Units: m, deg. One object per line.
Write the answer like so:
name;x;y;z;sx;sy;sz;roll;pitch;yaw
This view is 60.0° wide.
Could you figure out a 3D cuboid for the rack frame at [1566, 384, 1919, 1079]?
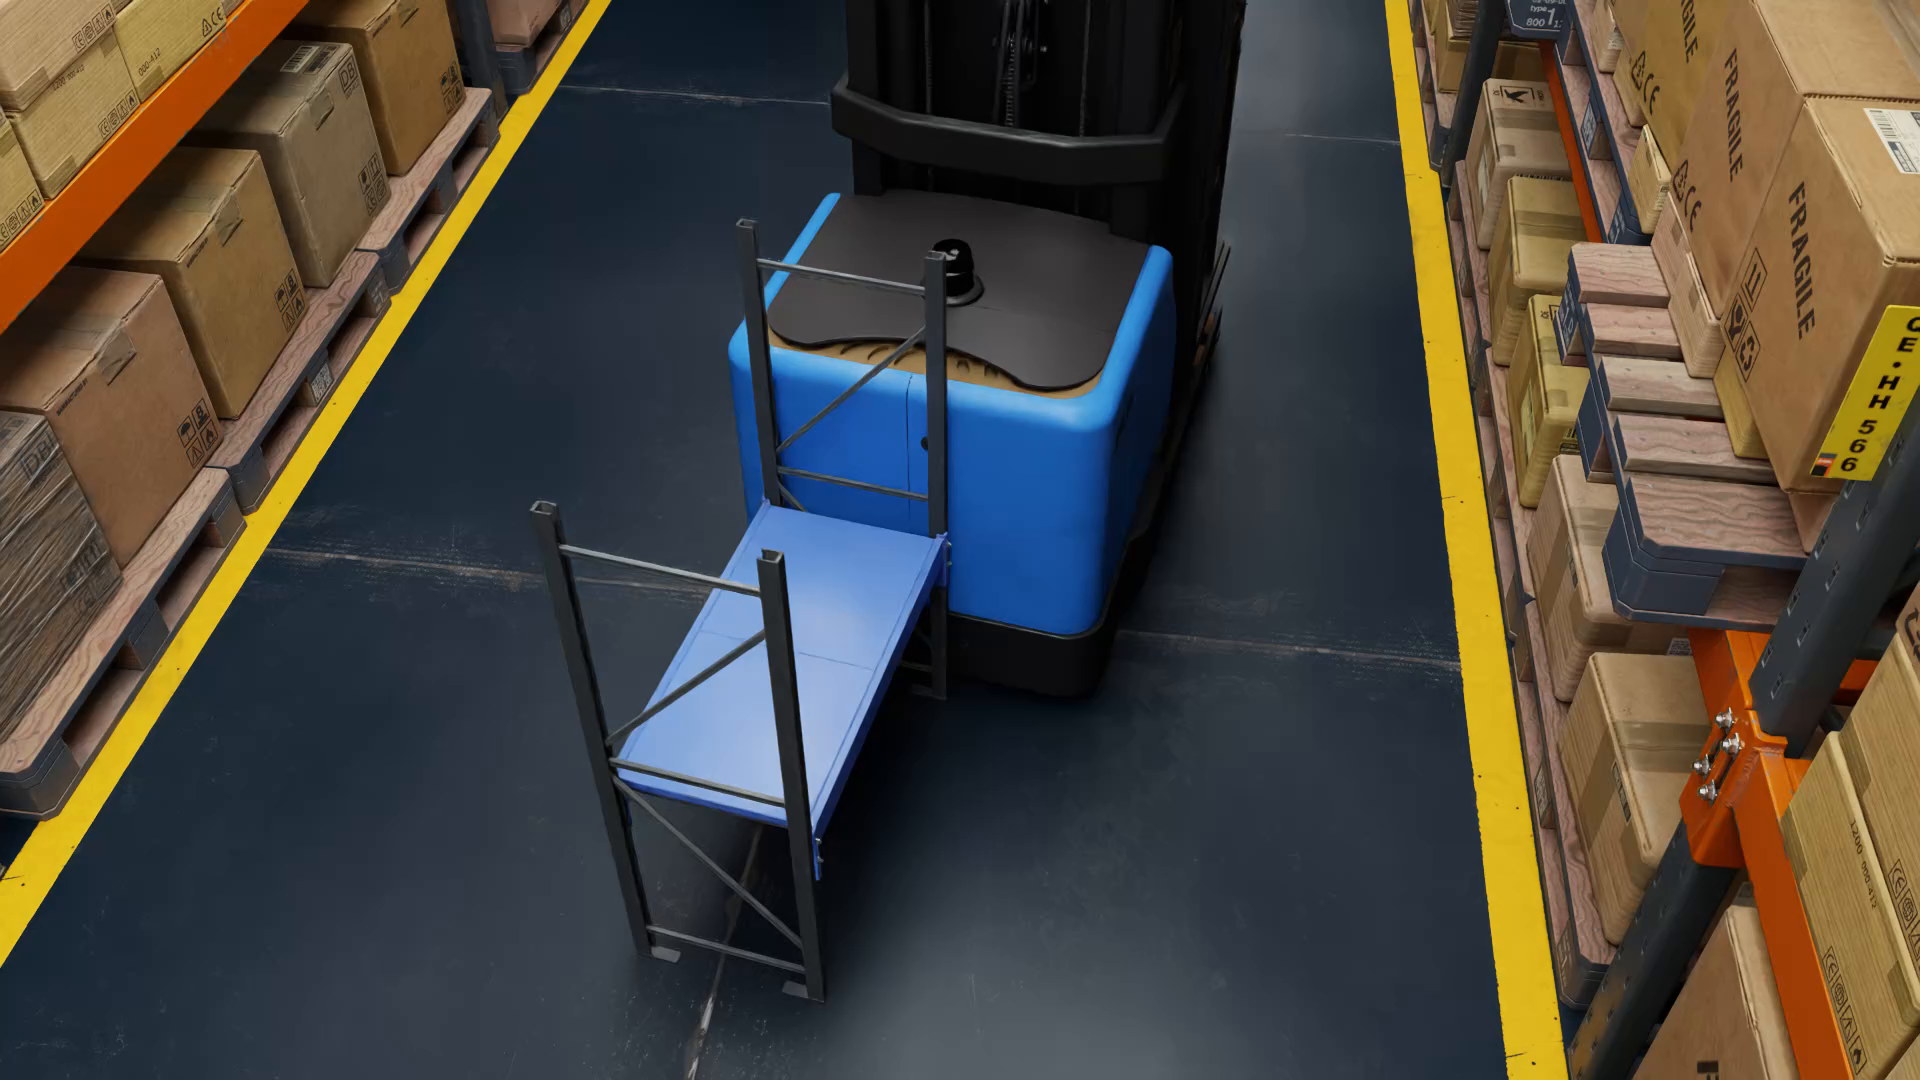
rack frame;1.931;0.218;2.838;1.000;3.000;0.127;5;44;6

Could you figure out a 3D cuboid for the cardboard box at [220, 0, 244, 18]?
cardboard box;-2.425;-1.856;5.137;0.500;0.250;0.500;5;44;6

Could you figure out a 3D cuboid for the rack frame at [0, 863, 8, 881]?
rack frame;-2.989;-0.230;3.312;1.000;3.000;0.127;5;44;6

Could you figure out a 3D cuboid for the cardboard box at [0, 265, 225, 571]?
cardboard box;-2.815;-0.390;4.902;0.875;0.625;0.625;7;44;7

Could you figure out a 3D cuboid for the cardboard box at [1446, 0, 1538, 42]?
cardboard box;2.272;-2.362;6.712;0.500;0.500;0.500;5;44;5

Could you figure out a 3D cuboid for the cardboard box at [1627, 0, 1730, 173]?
cardboard box;1.839;-1.111;3.647;0.500;0.500;0.500;3;43;3

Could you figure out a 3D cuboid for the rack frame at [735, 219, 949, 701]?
rack frame;-0.275;-0.142;4.309;0.500;1.500;0.032;12;45;12

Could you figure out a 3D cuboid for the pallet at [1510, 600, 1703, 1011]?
pallet;2.036;0.698;4.359;1.003;0.211;1.213;5;44;6

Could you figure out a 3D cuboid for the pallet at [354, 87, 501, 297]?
pallet;-2.519;-1.438;6.615;1.003;0.211;1.213;5;44;6

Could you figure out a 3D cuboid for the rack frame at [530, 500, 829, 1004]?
rack frame;-0.566;0.528;3.602;0.500;1.500;0.032;12;45;12

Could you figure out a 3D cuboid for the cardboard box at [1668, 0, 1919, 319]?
cardboard box;1.773;-0.767;3.284;0.500;0.500;0.500;5;44;5

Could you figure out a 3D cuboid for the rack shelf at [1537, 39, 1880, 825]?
rack shelf;2.196;-0.883;4.525;1.077;0.370;4.000;5;44;6

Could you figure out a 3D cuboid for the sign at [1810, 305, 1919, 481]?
sign;1.392;-0.216;2.512;0.100;0.325;0.005;5;44;6

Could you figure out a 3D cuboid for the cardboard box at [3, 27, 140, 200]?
cardboard box;-2.556;-1.150;4.392;0.500;0.250;0.500;4;44;4

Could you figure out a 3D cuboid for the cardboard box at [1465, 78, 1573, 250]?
cardboard box;2.393;-1.348;6.098;0.950;0.372;0.625;6;44;6

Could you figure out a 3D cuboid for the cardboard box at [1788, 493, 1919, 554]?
cardboard box;1.741;-0.088;3.038;0.380;0.149;0.250;7;44;7

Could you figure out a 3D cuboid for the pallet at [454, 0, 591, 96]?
pallet;-2.314;-2.482;7.718;1.003;0.211;1.213;5;44;6

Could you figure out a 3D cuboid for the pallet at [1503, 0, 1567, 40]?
pallet;2.215;-1.930;5.247;1.003;0.211;1.213;5;44;6

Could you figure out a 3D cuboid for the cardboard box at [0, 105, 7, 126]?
cardboard box;-2.621;-0.979;3.847;0.500;0.250;0.500;7;44;7

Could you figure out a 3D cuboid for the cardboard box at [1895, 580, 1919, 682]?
cardboard box;1.624;0.133;2.128;0.500;0.500;0.500;4;44;4

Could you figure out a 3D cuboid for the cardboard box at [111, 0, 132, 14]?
cardboard box;-2.491;-1.684;4.593;0.500;0.250;0.500;6;44;6

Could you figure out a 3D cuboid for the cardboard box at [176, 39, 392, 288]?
cardboard box;-2.628;-1.362;5.928;0.875;0.625;0.625;5;44;5

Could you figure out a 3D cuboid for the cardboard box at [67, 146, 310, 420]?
cardboard box;-2.726;-0.849;5.387;0.875;0.625;0.625;4;44;4

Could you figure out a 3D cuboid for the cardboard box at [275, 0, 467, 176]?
cardboard box;-2.518;-1.890;6.486;0.875;0.625;0.625;7;44;7

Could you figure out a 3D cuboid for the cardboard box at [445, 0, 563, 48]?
cardboard box;-2.068;-2.410;7.308;0.500;0.250;0.500;6;44;6

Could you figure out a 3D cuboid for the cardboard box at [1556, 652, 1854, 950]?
cardboard box;2.016;0.636;4.003;0.950;0.372;0.625;3;43;3

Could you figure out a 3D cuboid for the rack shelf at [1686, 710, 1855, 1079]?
rack shelf;1.667;1.843;1.646;1.077;0.370;4.000;5;44;6

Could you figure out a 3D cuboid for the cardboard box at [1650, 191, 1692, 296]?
cardboard box;1.735;-0.624;3.604;0.380;0.149;0.250;3;44;4

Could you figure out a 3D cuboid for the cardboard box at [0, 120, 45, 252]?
cardboard box;-2.617;-0.798;4.021;0.500;0.250;0.500;4;44;5

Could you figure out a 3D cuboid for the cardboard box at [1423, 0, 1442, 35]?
cardboard box;2.332;-2.453;7.353;0.500;0.250;0.500;4;44;4

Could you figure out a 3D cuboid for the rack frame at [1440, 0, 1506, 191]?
rack frame;2.460;-2.508;5.717;1.000;3.000;0.127;5;44;6

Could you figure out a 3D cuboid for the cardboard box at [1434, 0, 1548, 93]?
cardboard box;2.272;-2.089;6.969;0.500;0.250;0.500;7;44;7

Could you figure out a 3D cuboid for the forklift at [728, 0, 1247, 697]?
forklift;0.299;-1.652;4.863;1.130;2.935;3.031;12;45;12

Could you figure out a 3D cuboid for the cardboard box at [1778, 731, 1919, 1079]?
cardboard box;1.617;0.583;2.561;0.500;0.250;0.500;5;44;5

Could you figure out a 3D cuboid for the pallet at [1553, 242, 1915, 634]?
pallet;1.920;-0.207;3.427;1.213;0.211;1.003;5;44;6

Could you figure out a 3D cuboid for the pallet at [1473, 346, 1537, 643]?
pallet;2.200;-0.131;5.234;1.003;0.211;1.213;5;44;6

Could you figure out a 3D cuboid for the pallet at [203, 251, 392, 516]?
pallet;-2.678;-0.604;5.735;1.003;0.211;1.213;5;44;6

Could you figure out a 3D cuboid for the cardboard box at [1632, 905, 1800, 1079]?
cardboard box;1.758;1.301;2.935;0.875;0.875;0.875;5;44;5

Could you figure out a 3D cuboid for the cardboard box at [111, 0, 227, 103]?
cardboard box;-2.485;-1.503;4.765;0.500;0.250;0.500;7;44;7

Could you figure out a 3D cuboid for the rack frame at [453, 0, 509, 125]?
rack frame;-2.460;-2.956;6.191;1.000;3.000;0.127;5;44;6

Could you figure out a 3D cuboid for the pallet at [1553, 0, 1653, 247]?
pallet;2.153;-1.065;4.332;1.003;0.211;1.213;5;44;6

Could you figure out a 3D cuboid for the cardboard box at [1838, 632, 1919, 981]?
cardboard box;1.620;0.414;2.376;0.500;0.250;0.500;5;44;5

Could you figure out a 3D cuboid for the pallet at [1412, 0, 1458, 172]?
pallet;2.514;-1.956;7.162;1.003;0.211;1.213;5;44;6

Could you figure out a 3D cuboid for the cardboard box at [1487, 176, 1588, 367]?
cardboard box;2.302;-0.858;5.580;0.950;0.372;0.625;8;44;8

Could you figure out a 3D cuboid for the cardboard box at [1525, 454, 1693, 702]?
cardboard box;2.106;0.132;4.534;0.950;0.372;0.625;4;44;5

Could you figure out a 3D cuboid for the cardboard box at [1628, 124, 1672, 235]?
cardboard box;1.758;-0.812;3.804;0.380;0.149;0.250;6;44;6

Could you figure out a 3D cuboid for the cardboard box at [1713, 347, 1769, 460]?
cardboard box;1.705;-0.277;3.238;0.380;0.149;0.250;6;44;6

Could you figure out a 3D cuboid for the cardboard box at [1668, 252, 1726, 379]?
cardboard box;1.694;-0.453;3.424;0.380;0.149;0.250;5;44;5

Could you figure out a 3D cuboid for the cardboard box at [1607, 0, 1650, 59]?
cardboard box;1.912;-1.483;4.040;0.500;0.500;0.500;4;44;4

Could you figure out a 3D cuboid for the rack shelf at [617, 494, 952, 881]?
rack shelf;-0.420;0.324;4.079;0.538;0.185;1.000;12;45;12

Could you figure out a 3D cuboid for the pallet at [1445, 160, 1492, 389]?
pallet;2.359;-0.964;6.115;1.003;0.211;1.213;5;44;6

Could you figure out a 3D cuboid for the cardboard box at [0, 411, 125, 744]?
cardboard box;-2.893;0.056;4.431;0.875;0.625;0.625;7;44;7

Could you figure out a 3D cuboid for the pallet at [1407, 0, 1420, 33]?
pallet;2.673;-2.790;8.043;1.003;0.211;1.213;5;44;6

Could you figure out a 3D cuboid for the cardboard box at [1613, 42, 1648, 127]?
cardboard box;1.868;-1.151;4.161;0.380;0.149;0.250;4;44;4

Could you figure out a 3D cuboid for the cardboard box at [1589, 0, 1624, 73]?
cardboard box;1.874;-1.335;4.356;0.380;0.149;0.250;7;44;7

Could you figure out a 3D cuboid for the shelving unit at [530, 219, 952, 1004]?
shelving unit;-0.420;0.193;3.955;0.538;1.500;1.048;12;45;12

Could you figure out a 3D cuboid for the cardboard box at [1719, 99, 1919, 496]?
cardboard box;1.716;-0.414;2.911;0.500;0.500;0.500;4;44;4

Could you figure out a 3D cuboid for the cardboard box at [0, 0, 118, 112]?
cardboard box;-2.534;-1.334;4.222;0.500;0.250;0.500;4;44;4

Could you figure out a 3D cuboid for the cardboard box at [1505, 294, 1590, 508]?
cardboard box;2.211;-0.384;5.080;0.950;0.372;0.625;7;44;7

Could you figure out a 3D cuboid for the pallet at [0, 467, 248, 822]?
pallet;-2.842;0.225;4.859;1.003;0.211;1.213;5;44;6
